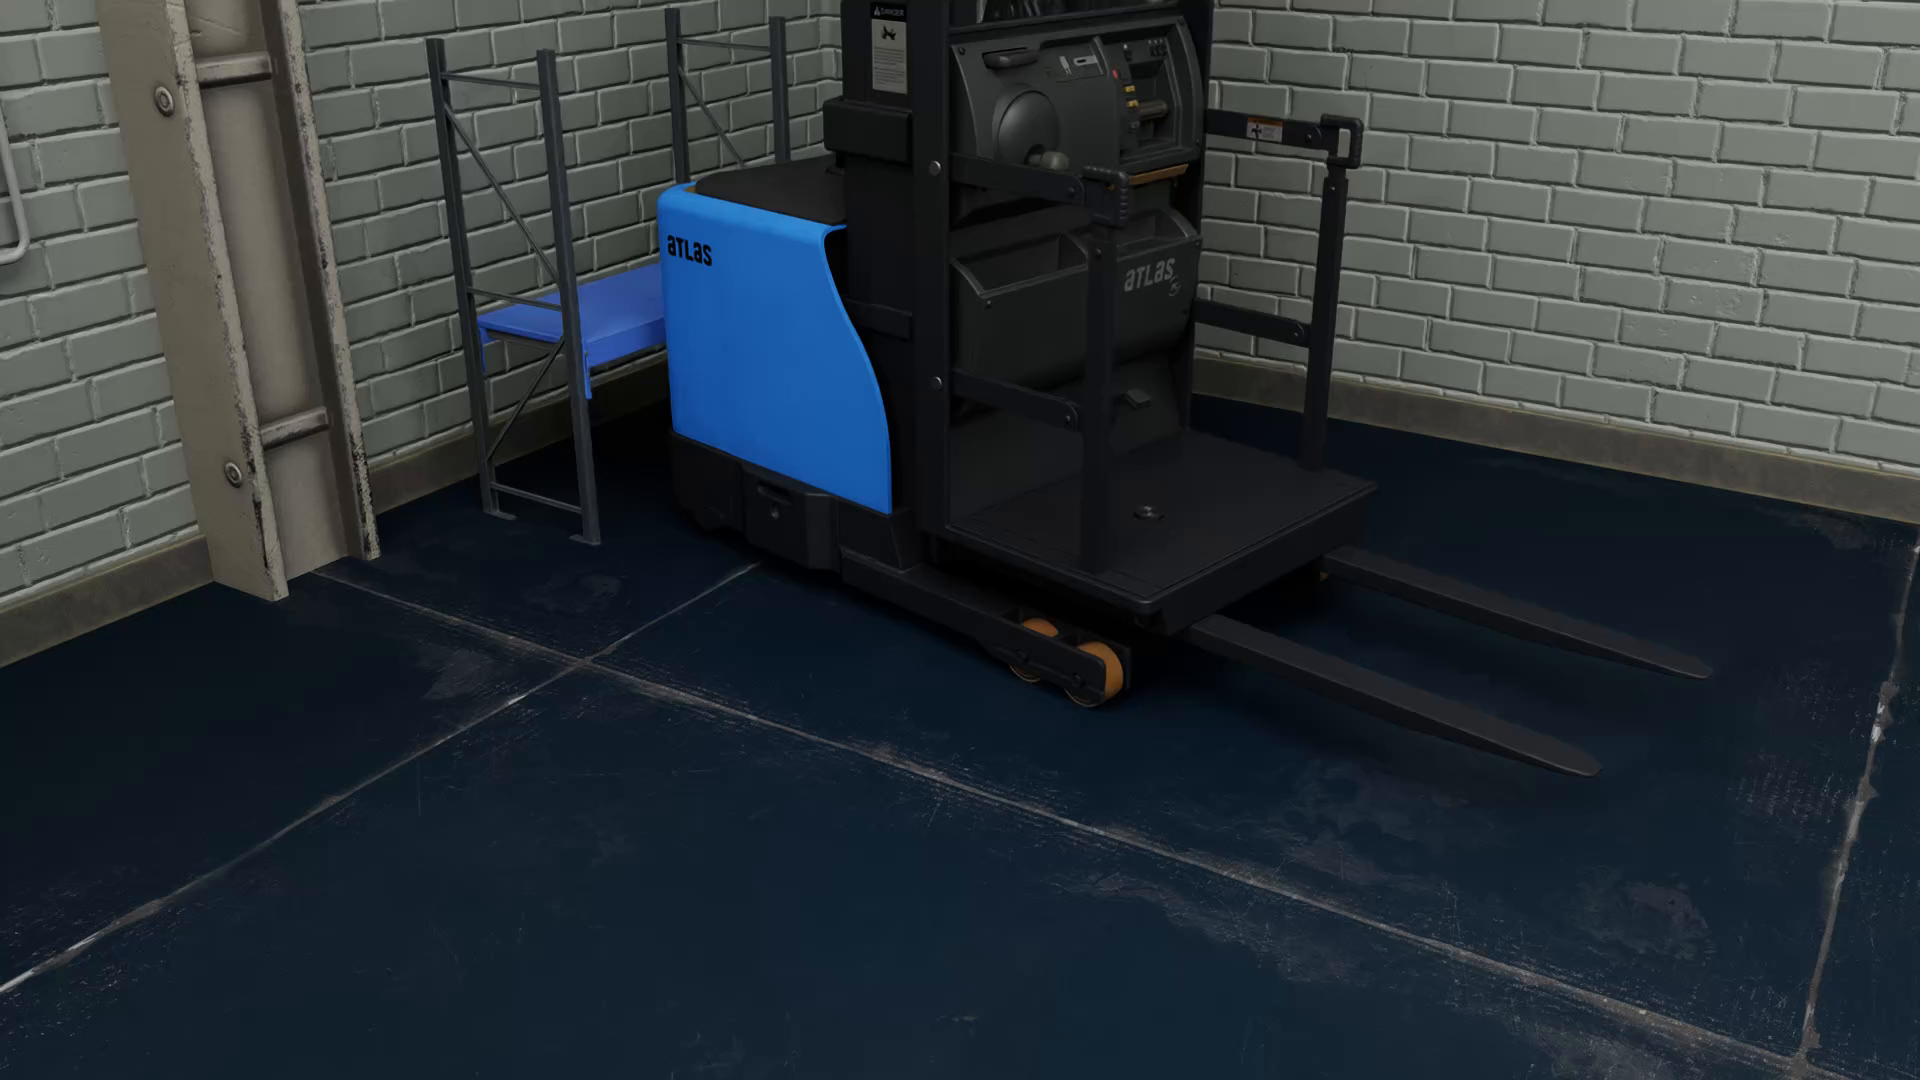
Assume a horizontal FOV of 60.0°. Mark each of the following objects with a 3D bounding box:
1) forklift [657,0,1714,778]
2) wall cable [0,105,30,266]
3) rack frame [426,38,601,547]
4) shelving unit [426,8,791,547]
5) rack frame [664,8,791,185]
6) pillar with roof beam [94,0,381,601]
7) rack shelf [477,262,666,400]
[{"bbox_3d":[0.481,-1.150,4.218,3.031,2.935,1.130,21,31,39],"label":"forklift"},{"bbox_3d":[-2.839,-1.301,3.200,0.084,1.984,1.851,14,27,29],"label":"wall cable"},{"bbox_3d":[-1.344,-0.726,5.038,0.500,1.500,0.032,15,27,30],"label":"rack frame"},{"bbox_3d":[-1.065,-0.894,5.428,0.538,1.500,1.048,15,27,30],"label":"shelving unit"},{"bbox_3d":[-0.786,-1.063,5.818,0.500,1.500,0.032,15,27,30],"label":"rack frame"},{"bbox_3d":[1.636,-3.147,1.193,9.100,9.000,0.400,14,27,29],"label":"pillar with roof beam"},{"bbox_3d":[-1.065,-0.729,5.500,0.538,0.185,1.000,15,27,30],"label":"rack shelf"}]
